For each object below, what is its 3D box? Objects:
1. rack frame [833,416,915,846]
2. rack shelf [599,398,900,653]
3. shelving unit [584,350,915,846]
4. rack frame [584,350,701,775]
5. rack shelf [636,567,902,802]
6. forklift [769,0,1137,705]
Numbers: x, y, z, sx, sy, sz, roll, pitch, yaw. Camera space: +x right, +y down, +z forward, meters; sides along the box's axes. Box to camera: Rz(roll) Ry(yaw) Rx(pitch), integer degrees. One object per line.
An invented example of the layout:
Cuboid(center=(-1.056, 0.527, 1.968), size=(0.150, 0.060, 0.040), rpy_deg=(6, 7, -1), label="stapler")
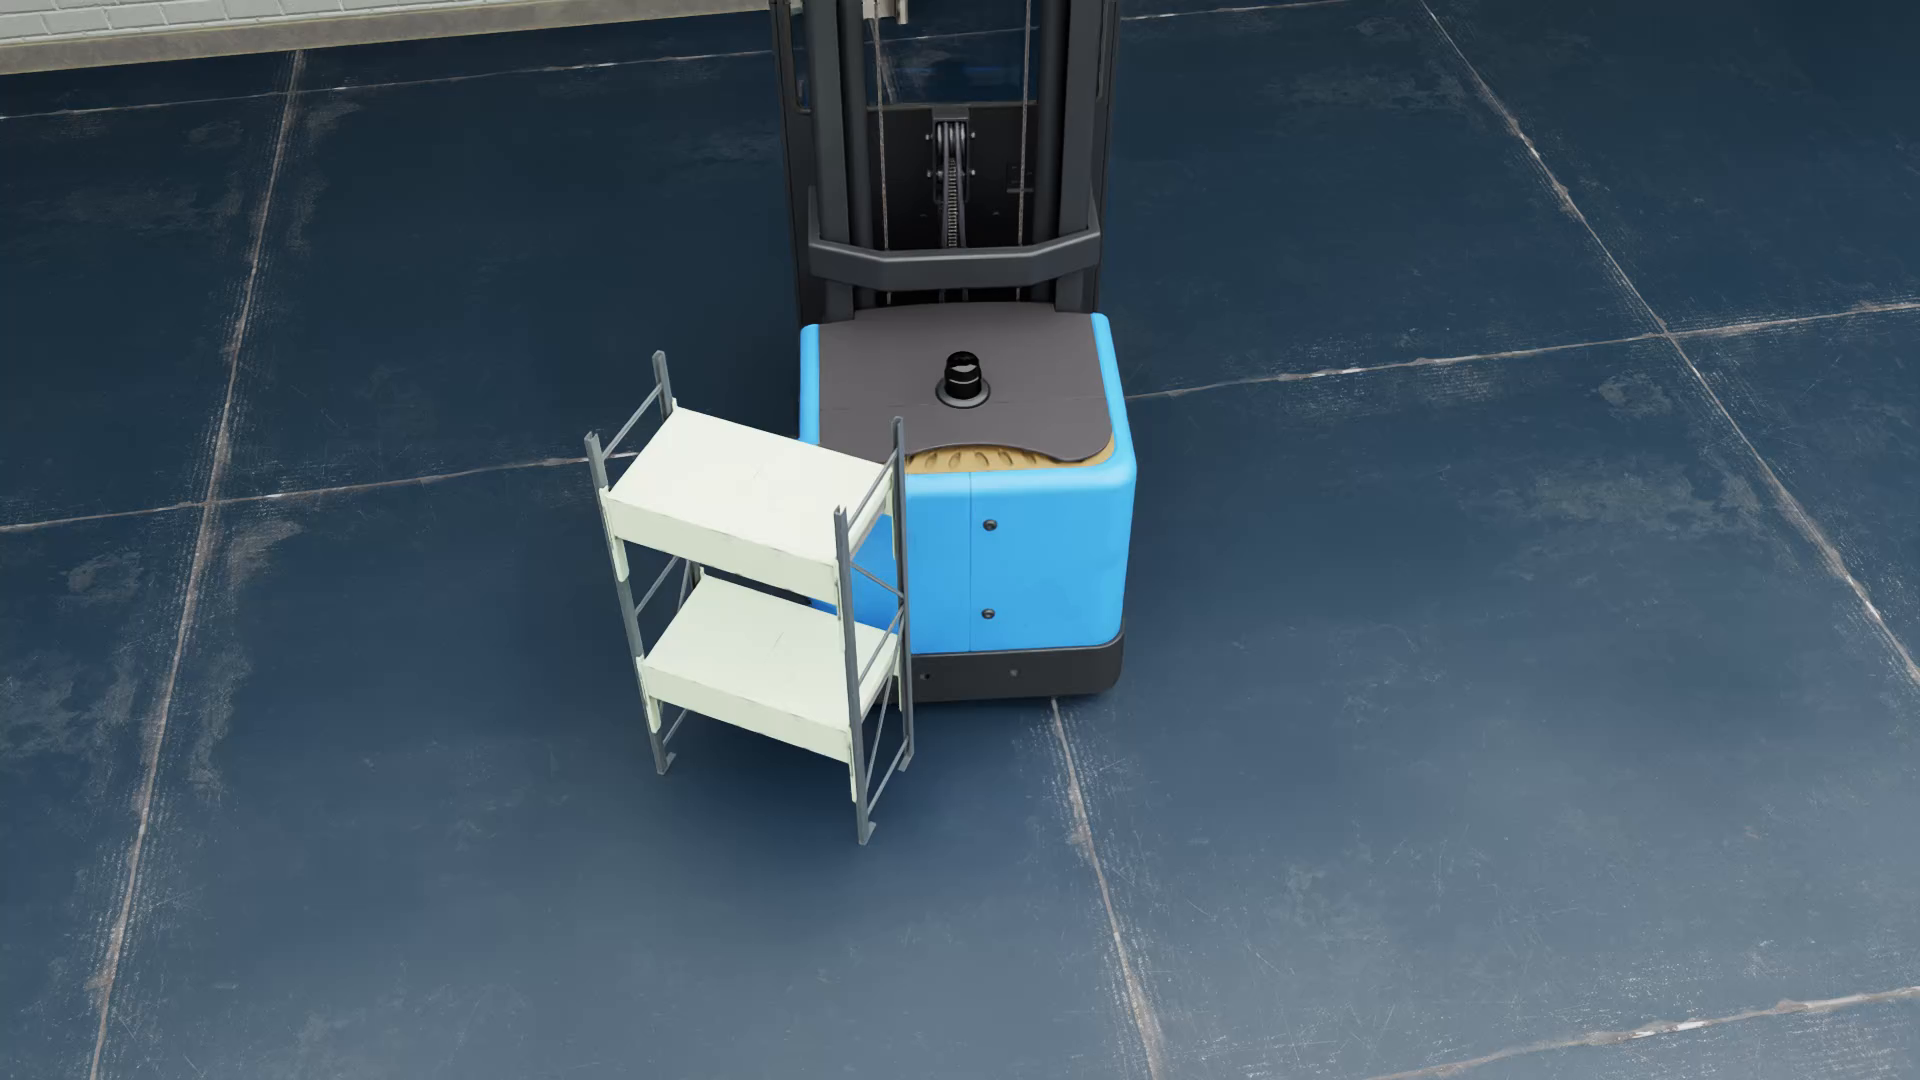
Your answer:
Cuboid(center=(-0.238, 0.321, 4.899), size=(0.023, 1.500, 0.400), rpy_deg=(16, 48, 15), label="rack frame")
Cuboid(center=(-0.577, -0.049, 4.714), size=(0.720, 0.370, 0.431), rpy_deg=(16, 48, 15), label="rack shelf")
Cuboid(center=(-0.577, 0.222, 4.995), size=(0.755, 1.500, 0.431), rpy_deg=(16, 48, 15), label="shelving unit")
Cuboid(center=(-0.916, 0.122, 5.091), size=(0.023, 1.500, 0.400), rpy_deg=(16, 48, 15), label="rack frame")
Cuboid(center=(-0.577, 0.448, 5.230), size=(0.720, 0.370, 0.431), rpy_deg=(16, 48, 15), label="rack shelf")
Cuboid(center=(-0.061, -1.514, 5.674), size=(1.130, 2.935, 3.031), rpy_deg=(-3, 46, -2), label="forklift")
